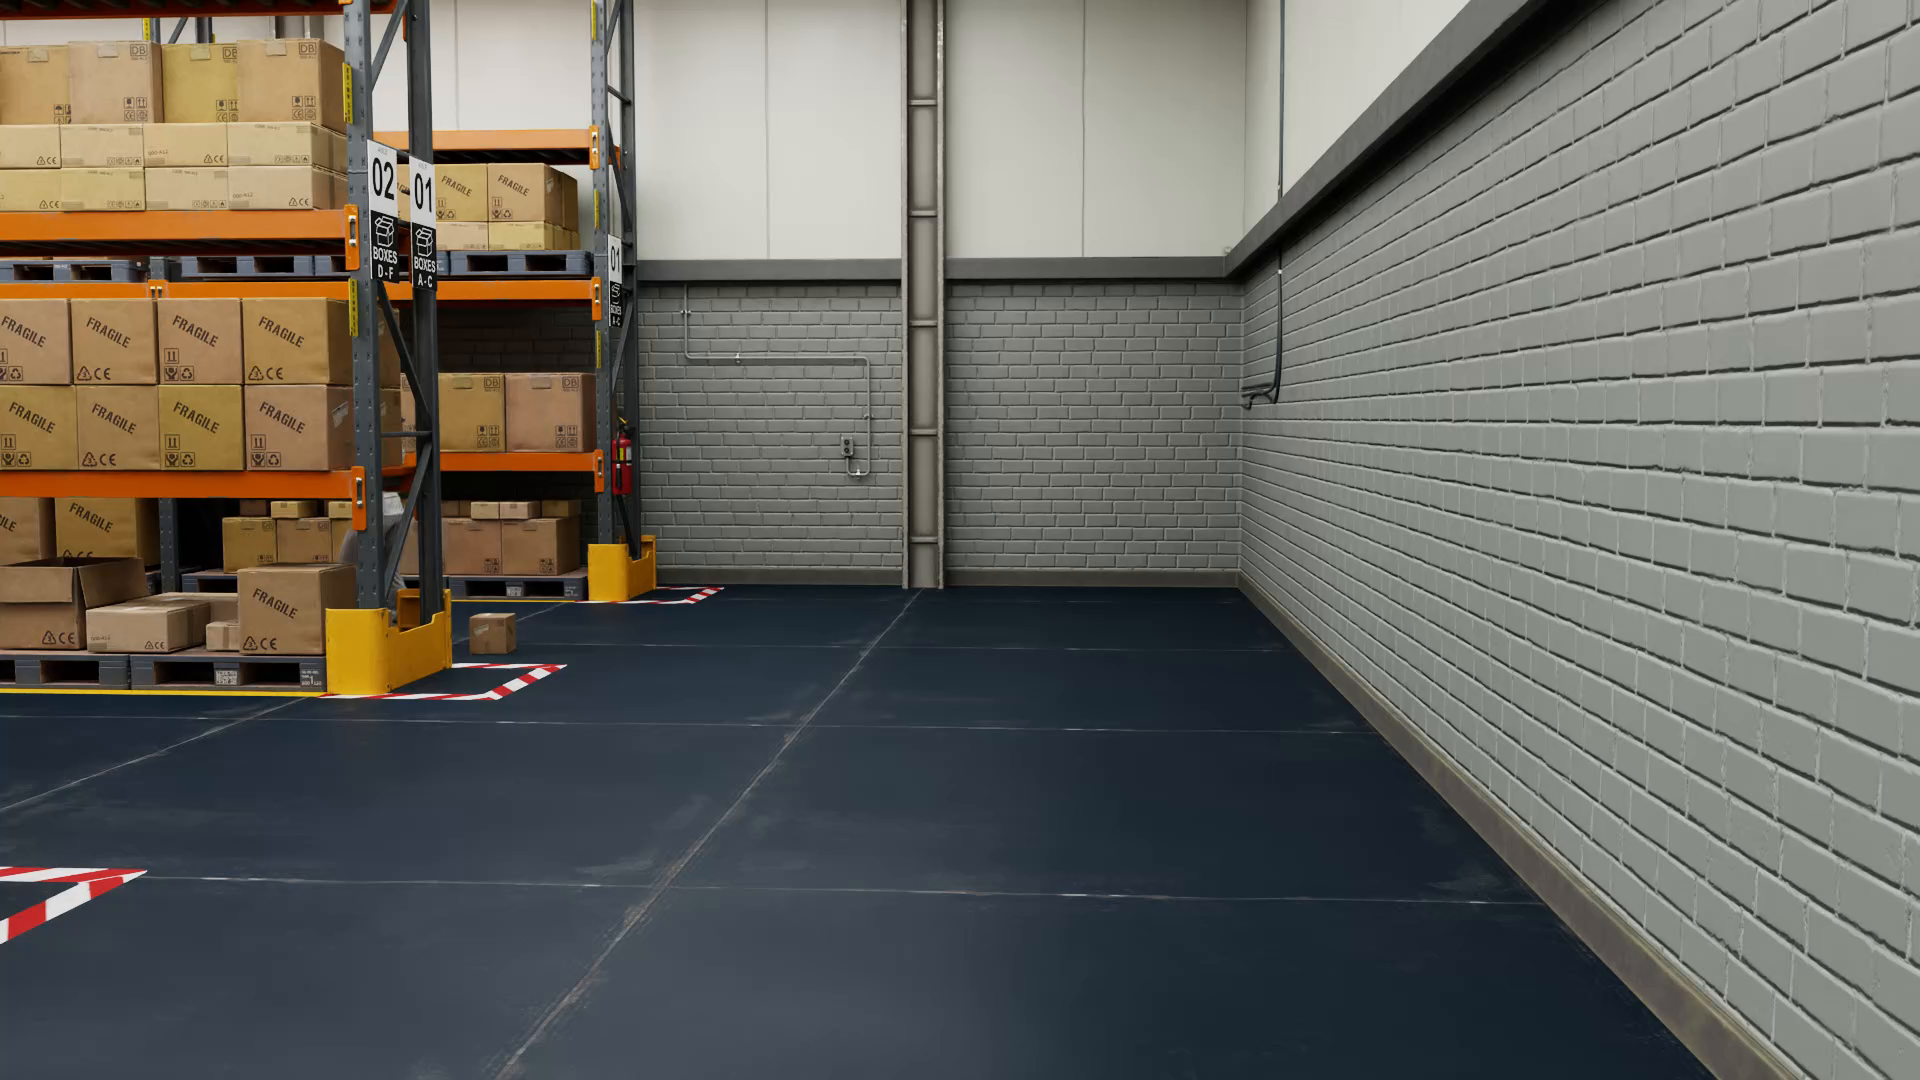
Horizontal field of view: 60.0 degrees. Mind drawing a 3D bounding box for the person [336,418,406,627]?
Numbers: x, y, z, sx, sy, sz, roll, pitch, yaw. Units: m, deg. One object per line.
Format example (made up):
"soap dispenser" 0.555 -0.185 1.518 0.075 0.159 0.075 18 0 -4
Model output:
"person" -4.200 -0.106 11.933 0.467 1.739 0.483 1 4 9
